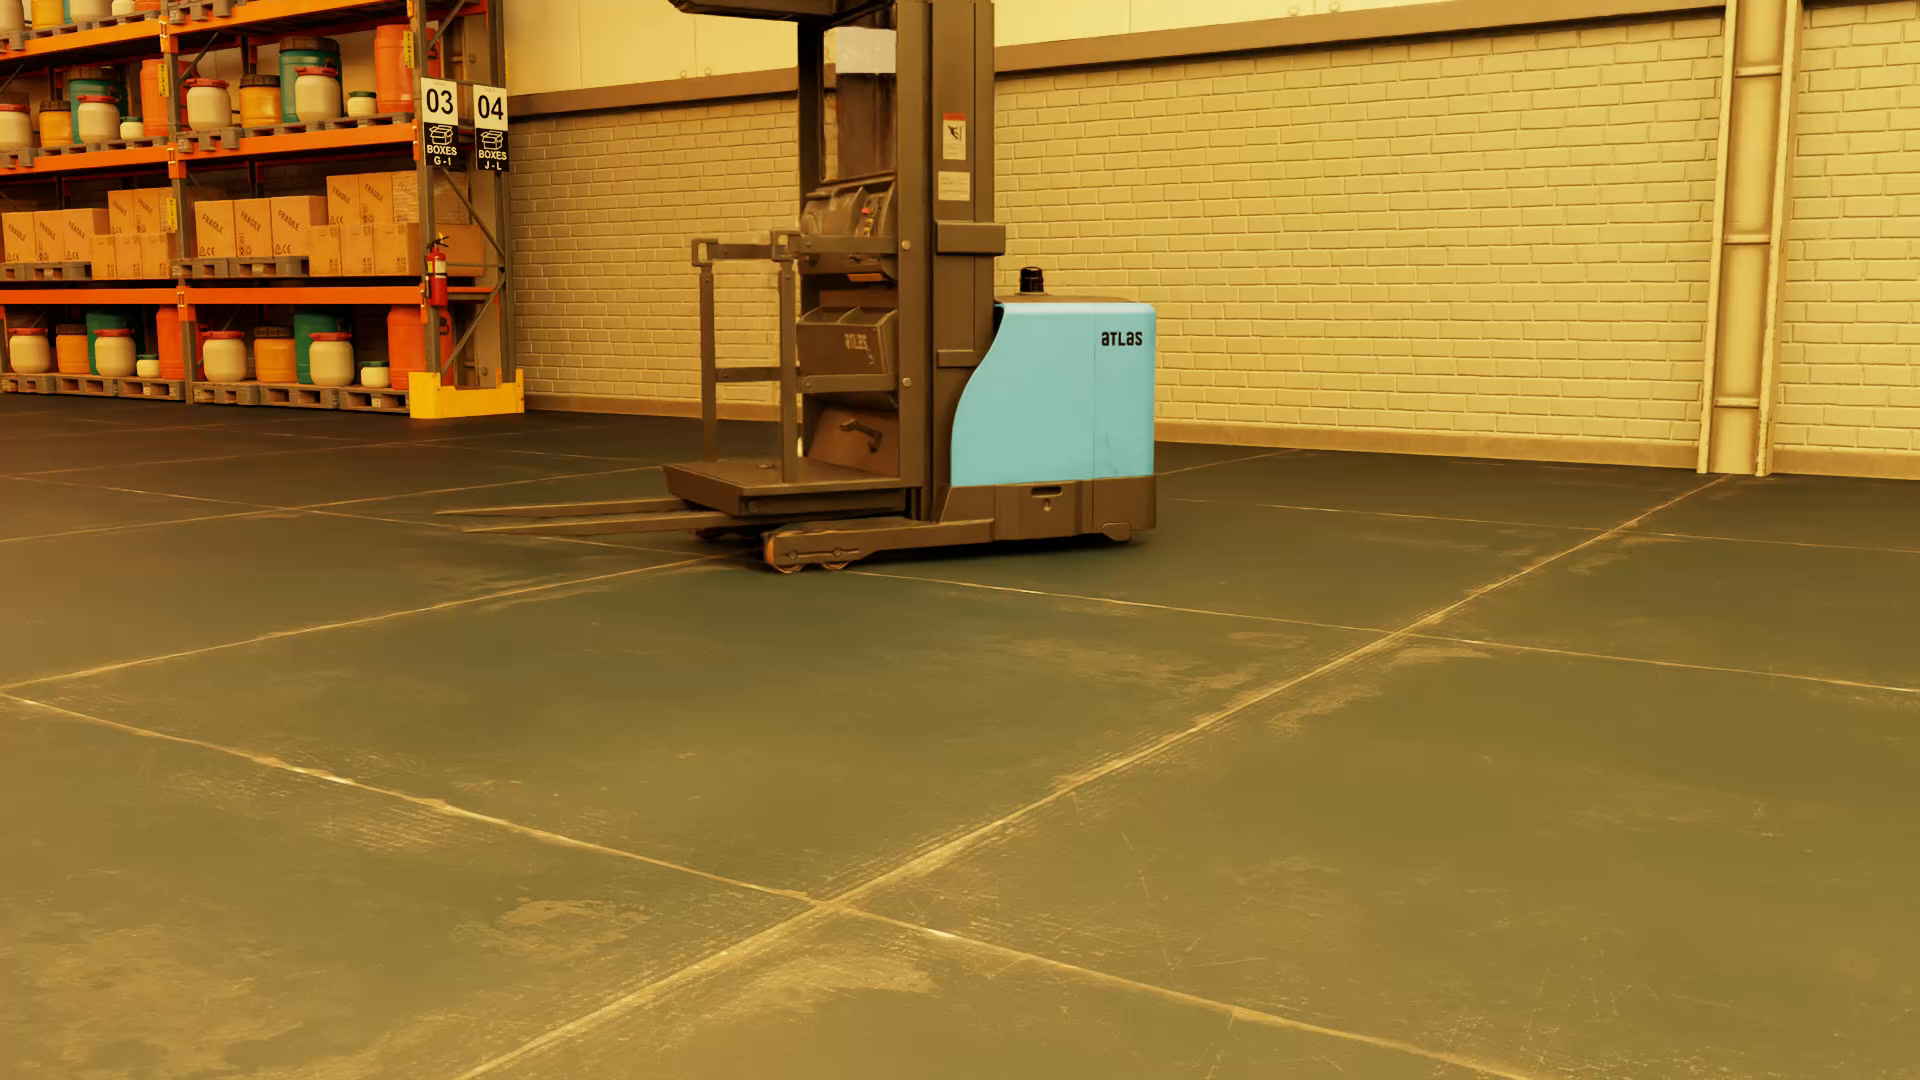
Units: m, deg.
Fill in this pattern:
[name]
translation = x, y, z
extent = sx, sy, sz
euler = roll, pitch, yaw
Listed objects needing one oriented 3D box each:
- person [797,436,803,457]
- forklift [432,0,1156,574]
[person]
translation = -0.620, -1.058, 9.946
extent = 0.917, 1.560, 0.782
euler = 6, 10, 38
[forklift]
translation = -0.670, -1.401, 7.042
extent = 3.031, 2.935, 1.130
euler = -4, 9, -27
